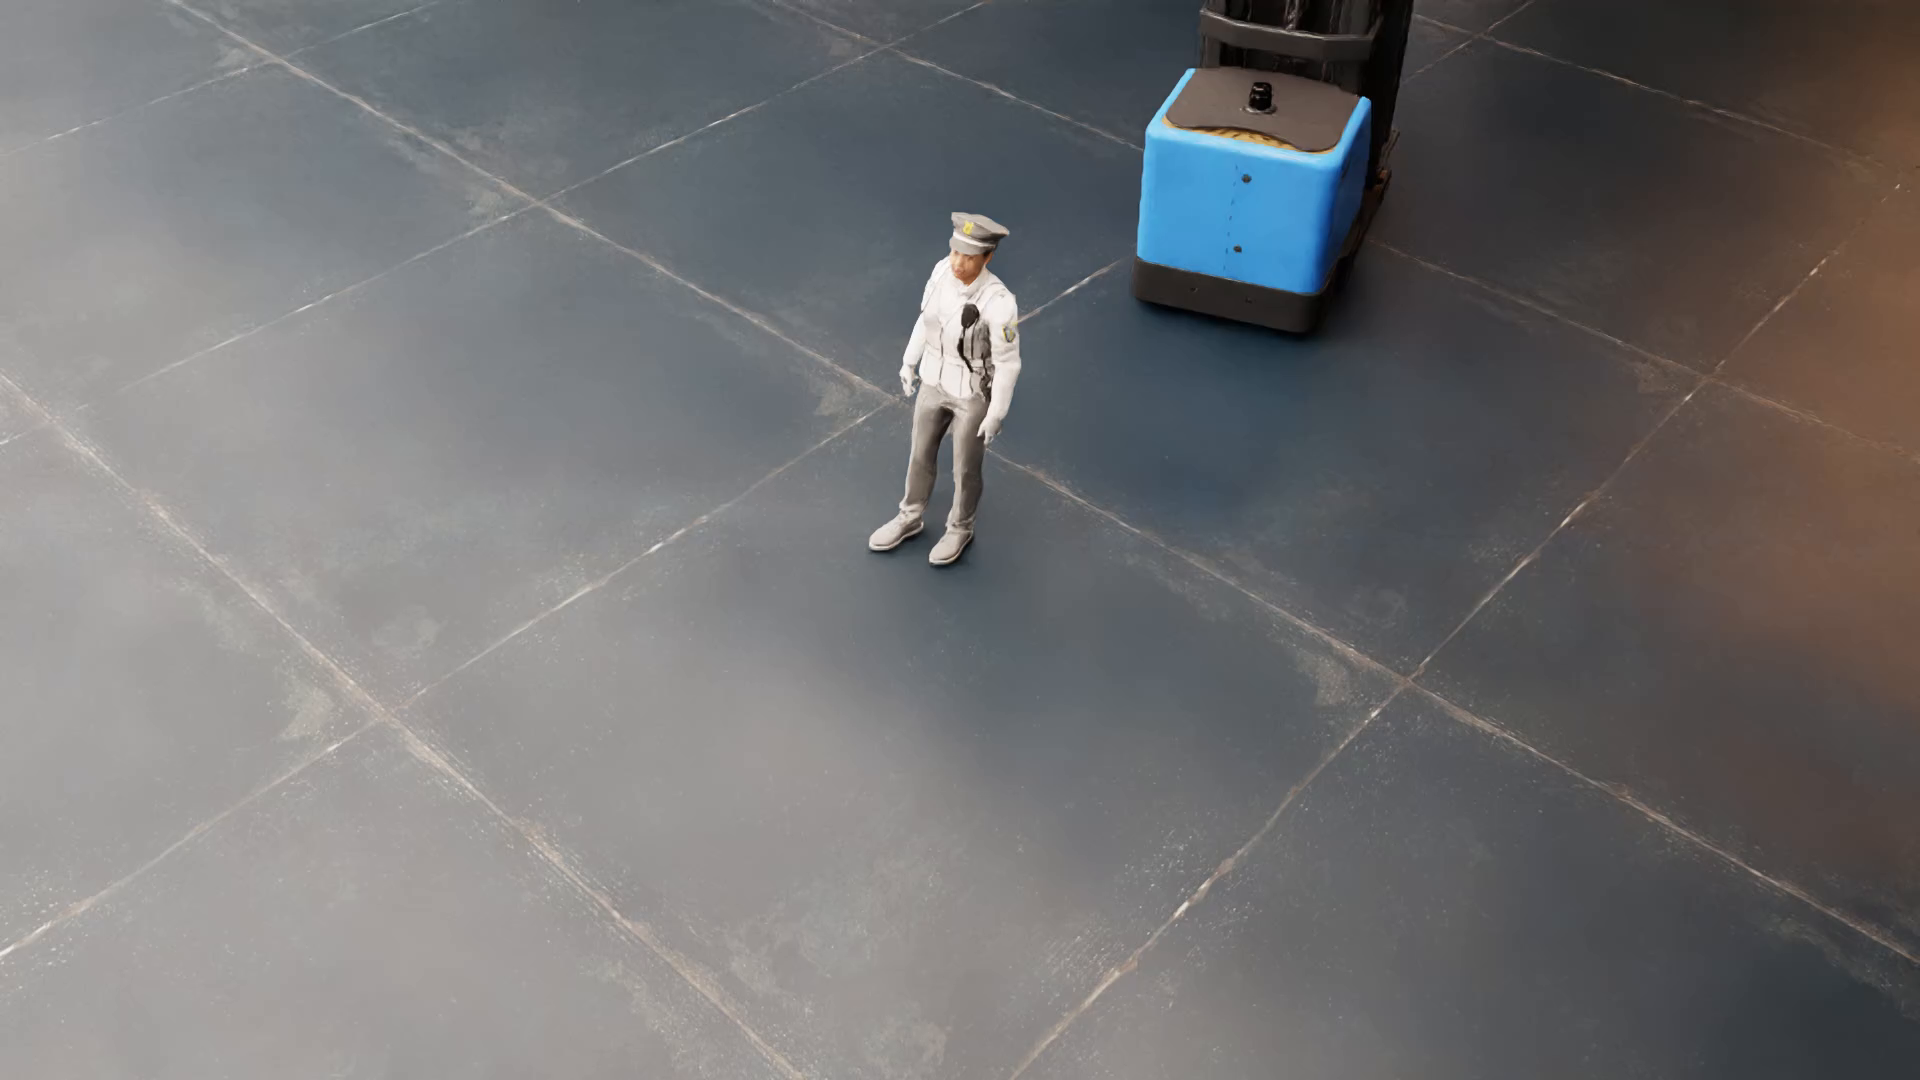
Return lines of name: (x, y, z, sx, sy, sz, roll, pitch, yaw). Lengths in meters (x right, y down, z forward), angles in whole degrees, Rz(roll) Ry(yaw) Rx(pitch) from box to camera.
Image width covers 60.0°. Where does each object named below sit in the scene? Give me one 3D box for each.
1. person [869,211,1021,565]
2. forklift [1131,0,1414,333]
person: (-0.051, -0.619, 7.088, 0.586, 1.695, 0.533, 31, 49, 31)
forklift: (1.973, -3.177, 9.131, 1.130, 2.935, 3.031, 15, 43, 17)
